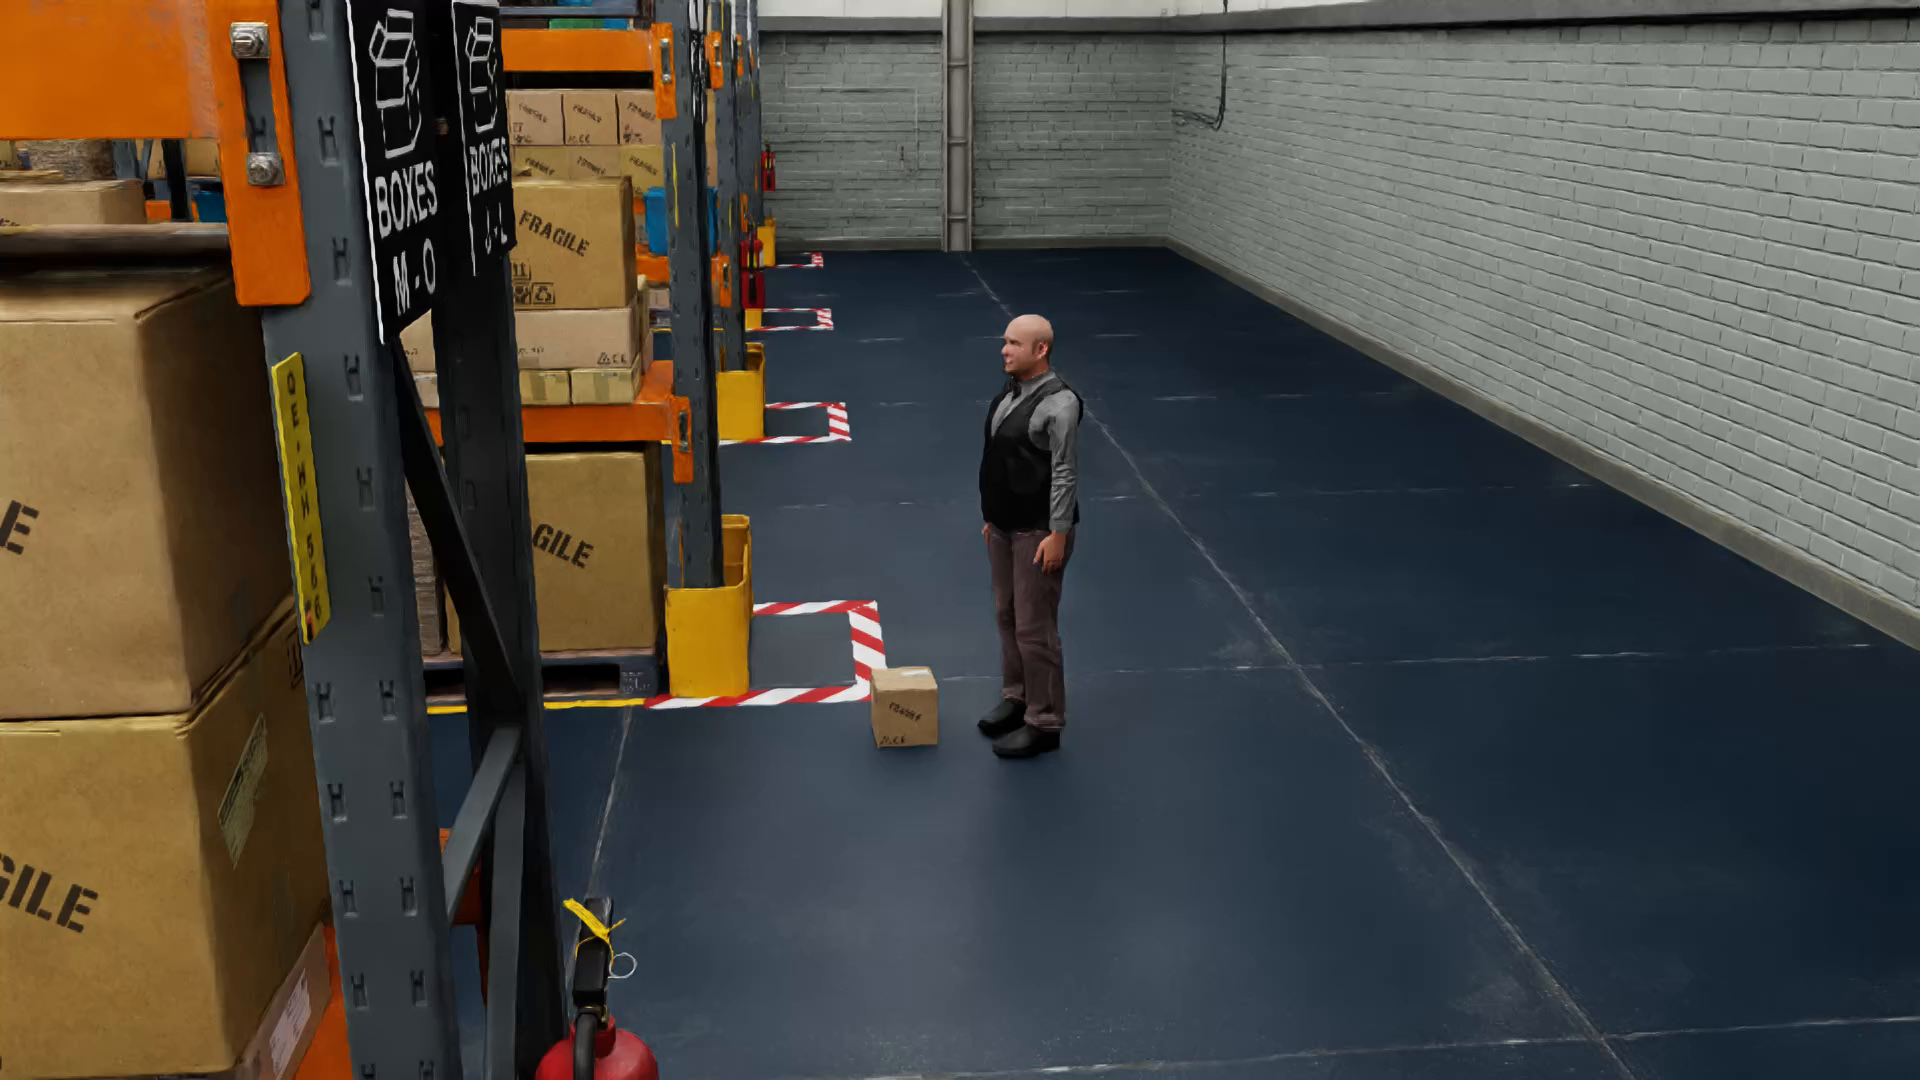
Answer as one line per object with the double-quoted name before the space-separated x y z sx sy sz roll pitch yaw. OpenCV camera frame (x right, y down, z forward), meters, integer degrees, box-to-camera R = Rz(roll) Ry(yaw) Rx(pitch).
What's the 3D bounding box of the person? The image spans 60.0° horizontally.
"person" 0.240 -0.044 6.692 0.423 1.730 0.563 -7 18 -23
